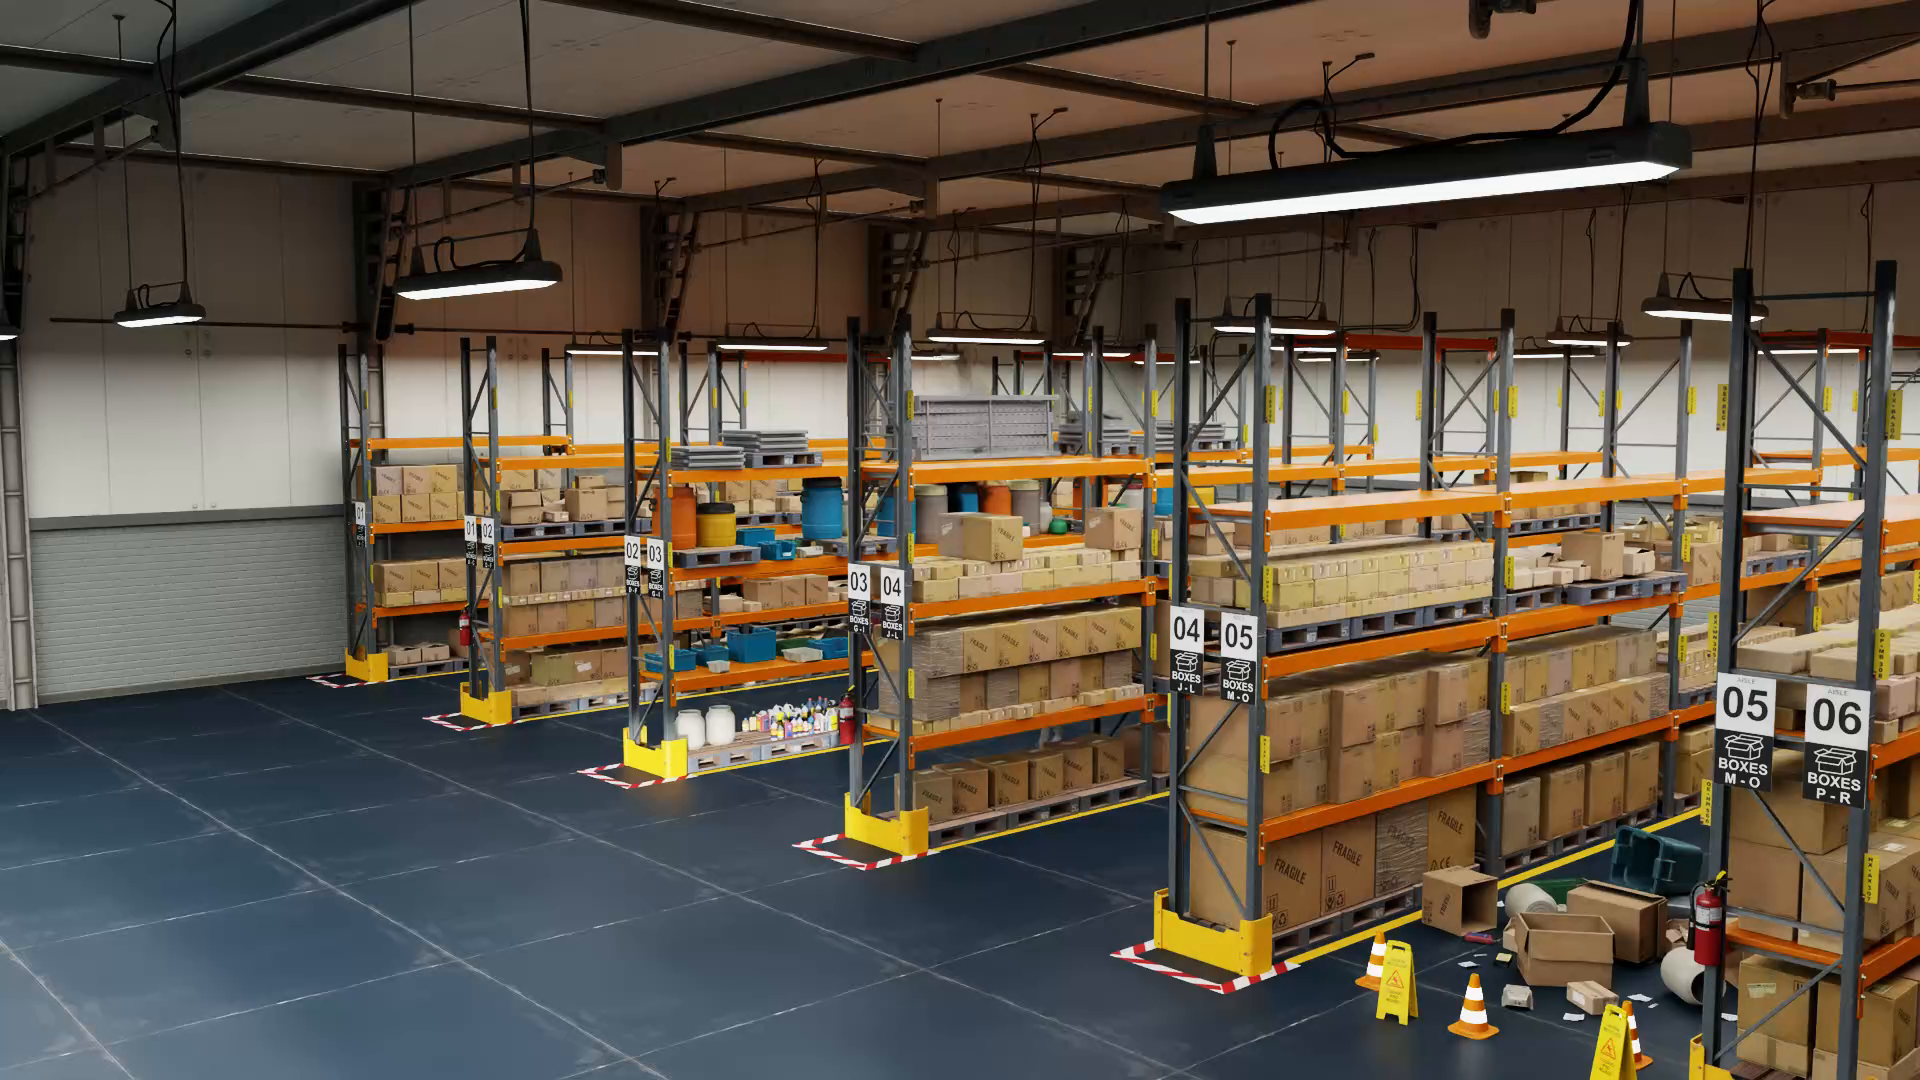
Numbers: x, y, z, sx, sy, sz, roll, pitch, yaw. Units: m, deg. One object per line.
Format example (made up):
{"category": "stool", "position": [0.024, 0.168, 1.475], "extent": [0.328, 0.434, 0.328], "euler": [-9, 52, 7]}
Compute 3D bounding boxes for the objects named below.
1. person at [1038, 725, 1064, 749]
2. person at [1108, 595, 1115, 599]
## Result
{"category": "person", "position": [1.268, 2.176, 23.890], "extent": [0.562, 1.719, 0.857], "euler": [4, 7, 40]}
{"category": "person", "position": [3.119, 1.371, 32.925], "extent": [0.633, 1.732, 0.789], "euler": [4, 7, 39]}
